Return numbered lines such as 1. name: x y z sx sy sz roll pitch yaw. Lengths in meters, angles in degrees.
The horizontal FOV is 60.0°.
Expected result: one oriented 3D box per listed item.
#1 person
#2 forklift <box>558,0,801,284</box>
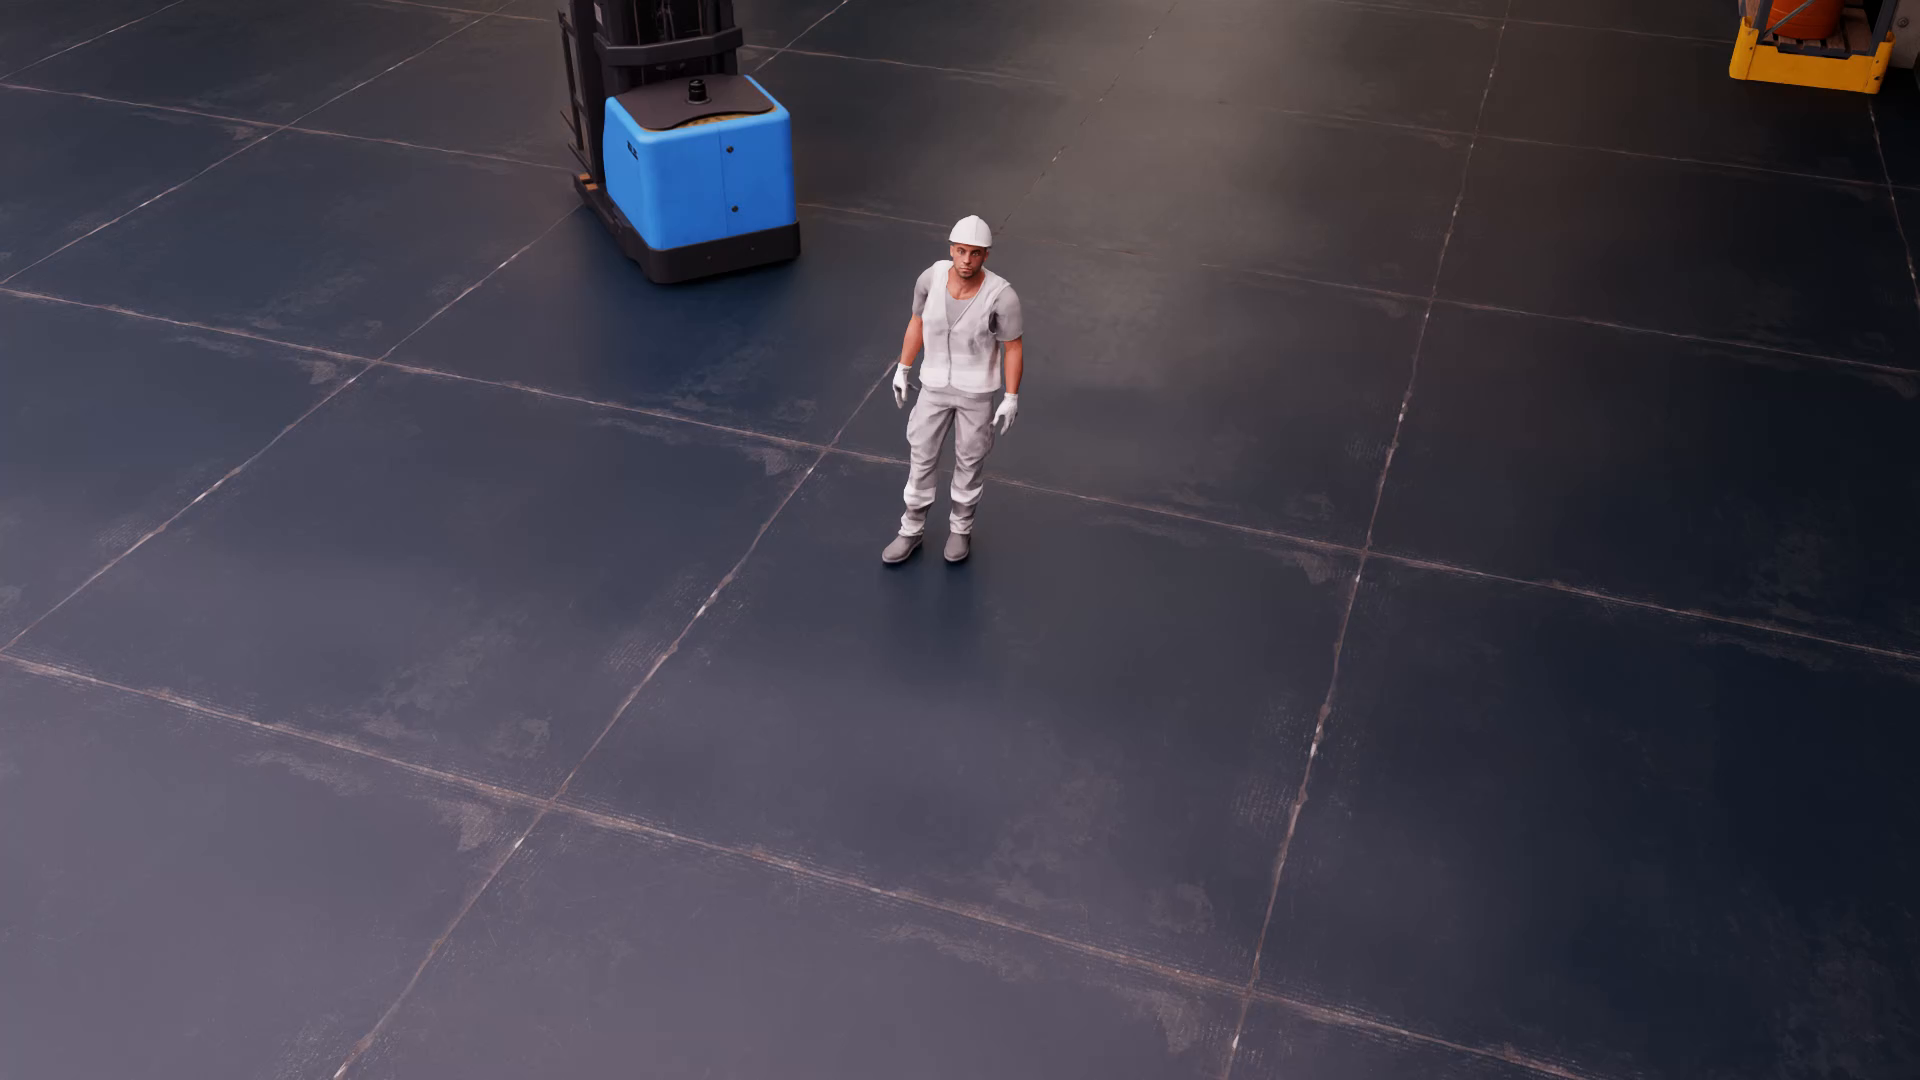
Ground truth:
1. person: -0.038 -0.695 8.065 0.637 1.787 0.564 12 37 16
2. forklift: -2.177 -3.712 11.346 1.130 2.935 3.031 -16 38 -21
